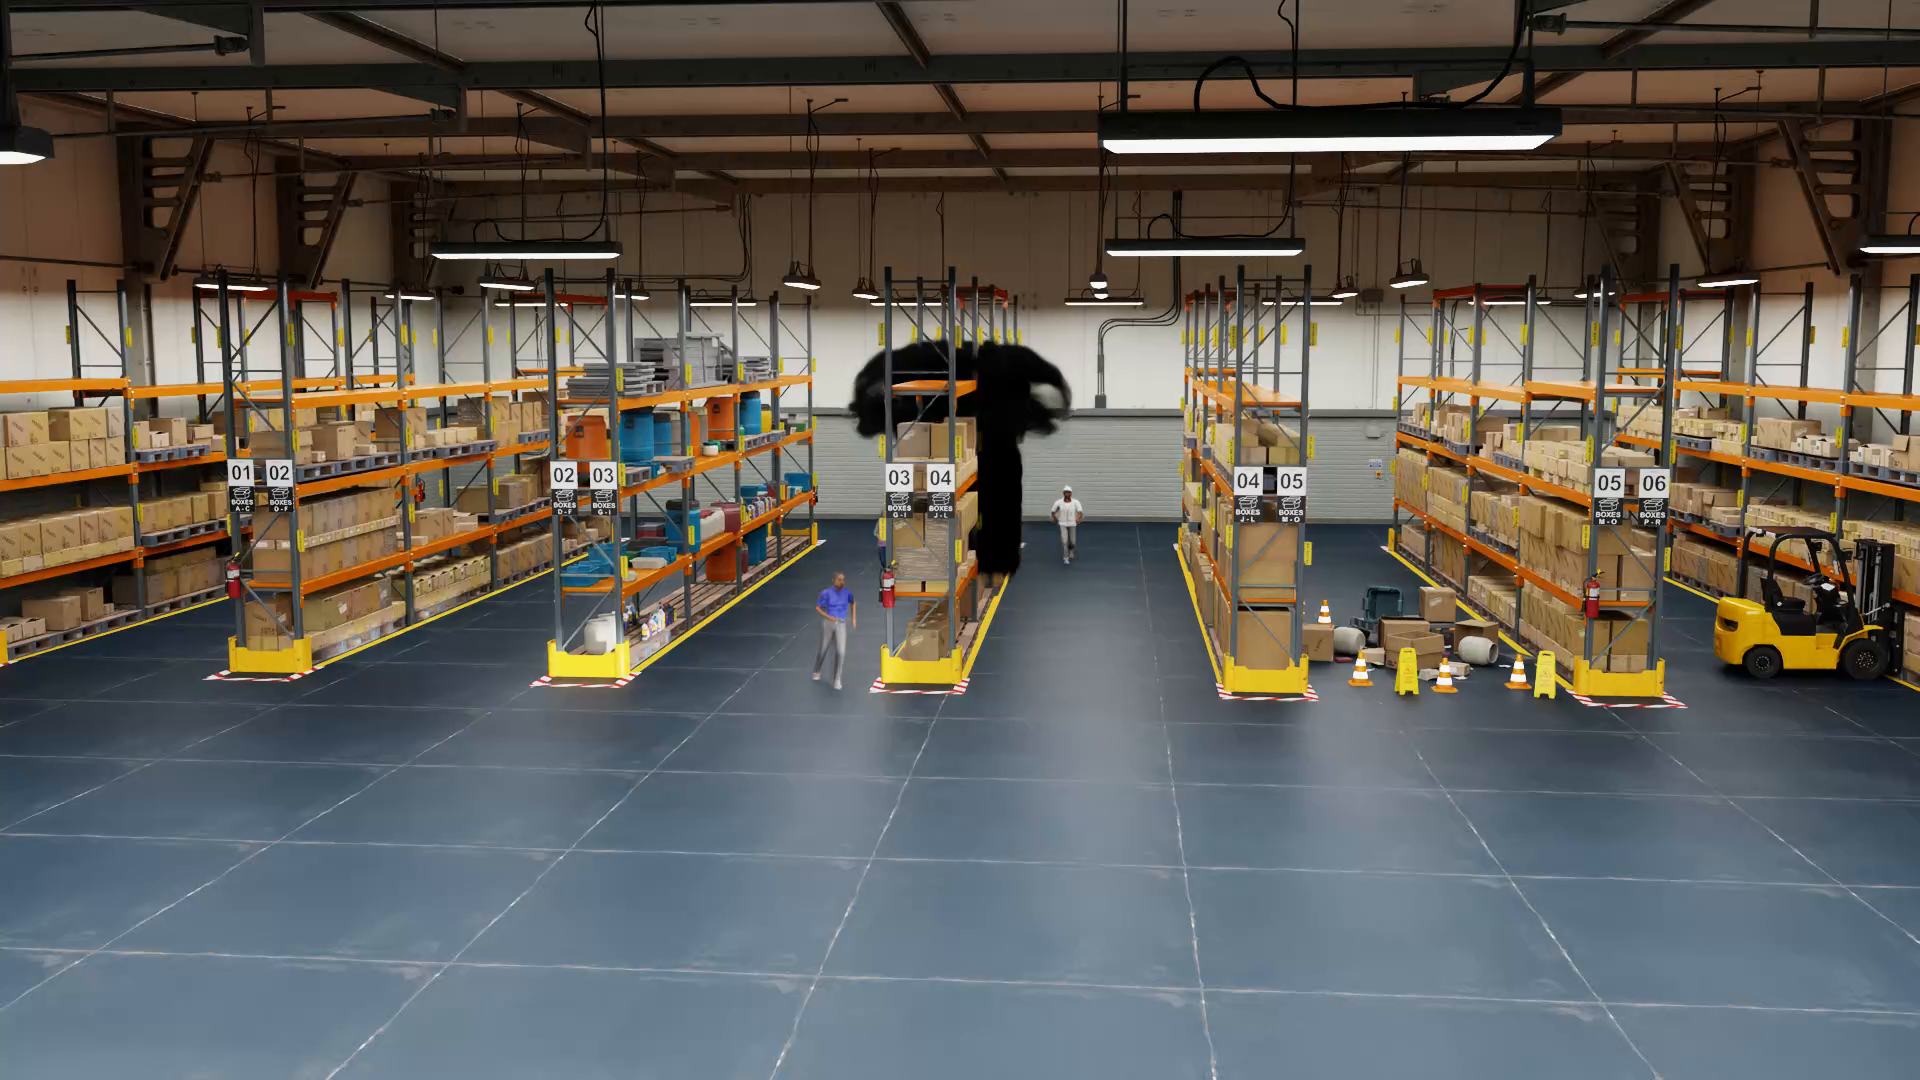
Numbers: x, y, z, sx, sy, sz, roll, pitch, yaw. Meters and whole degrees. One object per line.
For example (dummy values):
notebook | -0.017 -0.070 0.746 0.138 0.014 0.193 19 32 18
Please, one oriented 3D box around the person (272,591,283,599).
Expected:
person | -11.991 0.699 29.420 0.556 1.549 0.891 0 7 3

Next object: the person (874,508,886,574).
person | -1.492 0.128 33.599 0.511 1.570 0.636 2 7 14

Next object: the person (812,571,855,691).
person | -1.795 1.296 23.993 0.648 1.712 0.737 -2 7 -17

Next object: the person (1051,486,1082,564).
person | 2.373 -0.334 36.937 0.702 1.721 0.665 0 7 0
